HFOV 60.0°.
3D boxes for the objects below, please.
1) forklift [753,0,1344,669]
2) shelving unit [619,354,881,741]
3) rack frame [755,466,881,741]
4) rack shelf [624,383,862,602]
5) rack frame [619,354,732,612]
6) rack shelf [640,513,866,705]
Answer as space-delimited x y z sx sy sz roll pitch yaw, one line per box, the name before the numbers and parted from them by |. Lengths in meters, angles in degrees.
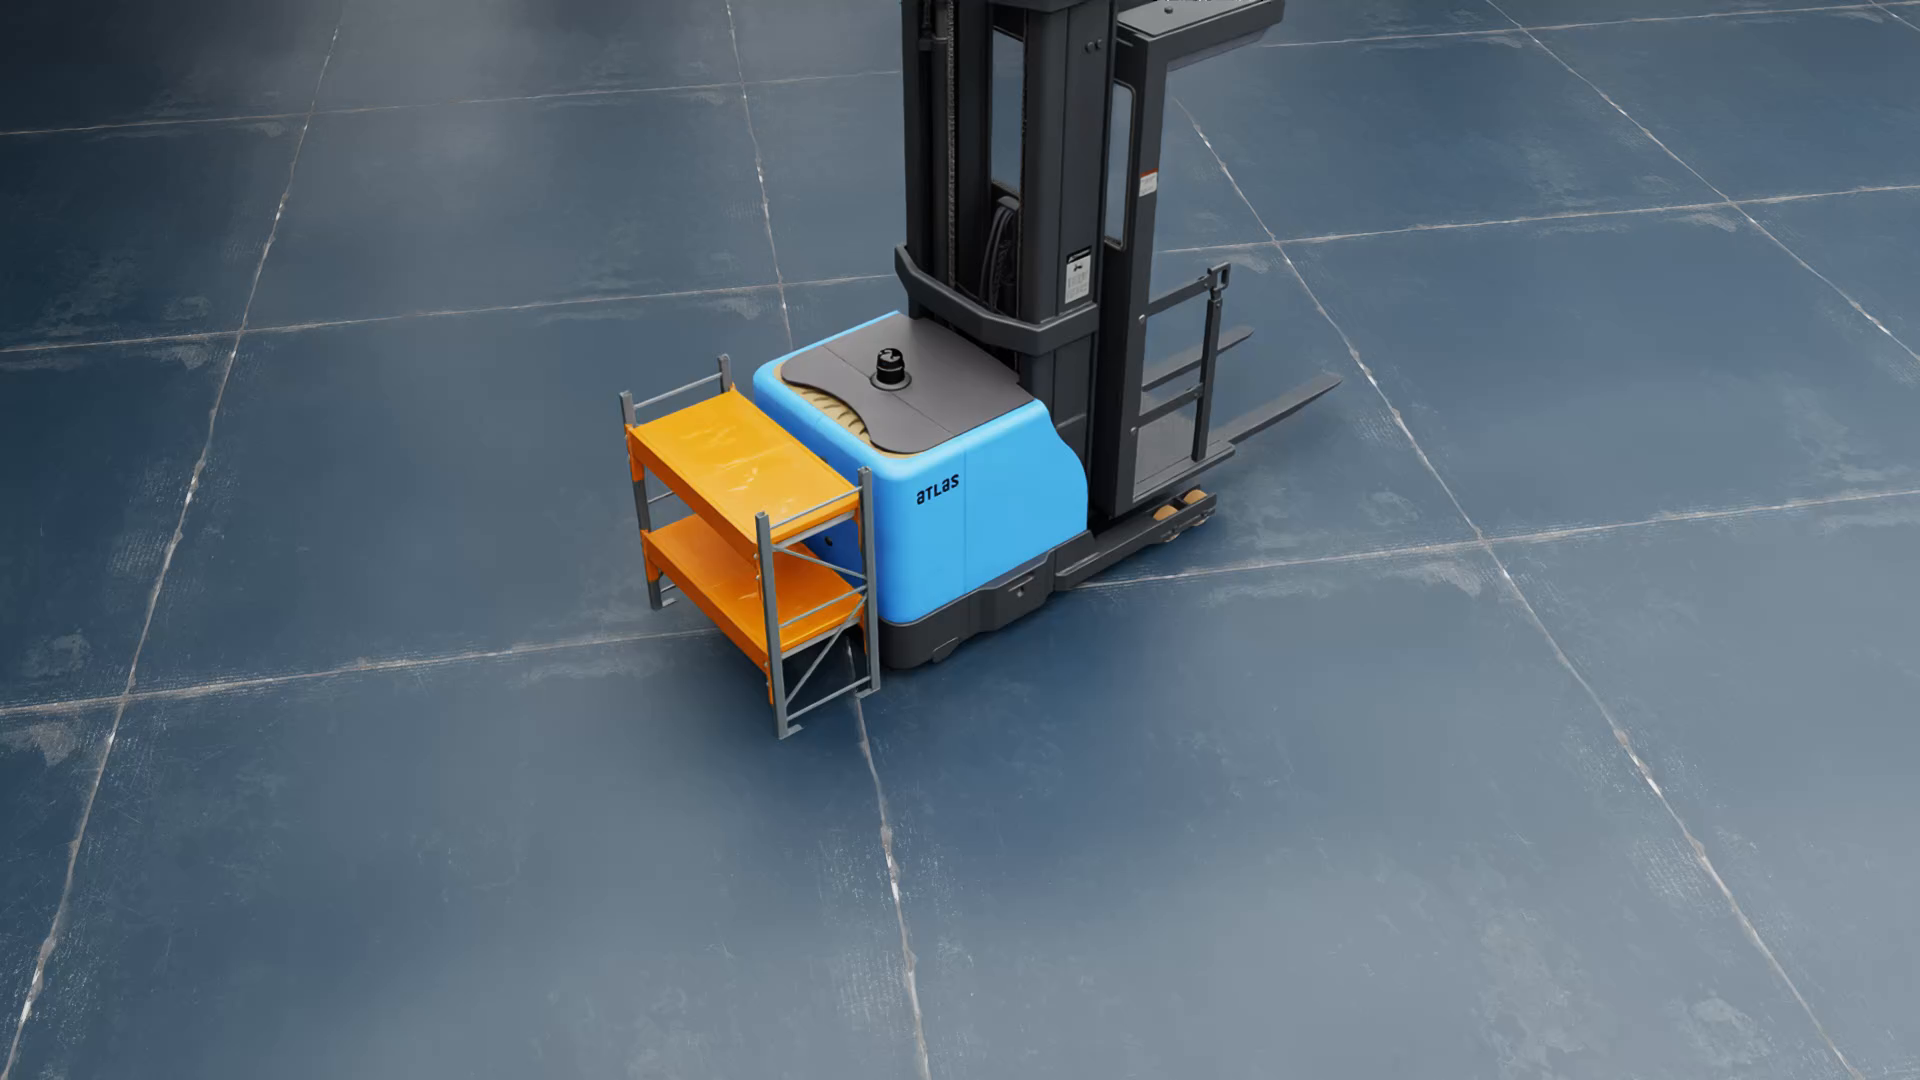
forklift | 0.577 -1.375 7.131 3.031 2.935 1.130 -27 45 -30
shelving unit | -0.850 0.018 6.811 0.538 1.125 1.048 -25 44 -29
rack frame | -0.539 0.264 6.493 0.500 1.125 0.032 -25 44 -29
rack shelf | -0.850 -0.214 6.631 0.538 0.278 1.000 -25 44 -29
rack frame | -1.162 -0.229 7.128 0.500 1.125 0.032 -25 44 -29
rack shelf | -0.850 0.211 6.961 0.538 0.278 1.000 -25 44 -29
